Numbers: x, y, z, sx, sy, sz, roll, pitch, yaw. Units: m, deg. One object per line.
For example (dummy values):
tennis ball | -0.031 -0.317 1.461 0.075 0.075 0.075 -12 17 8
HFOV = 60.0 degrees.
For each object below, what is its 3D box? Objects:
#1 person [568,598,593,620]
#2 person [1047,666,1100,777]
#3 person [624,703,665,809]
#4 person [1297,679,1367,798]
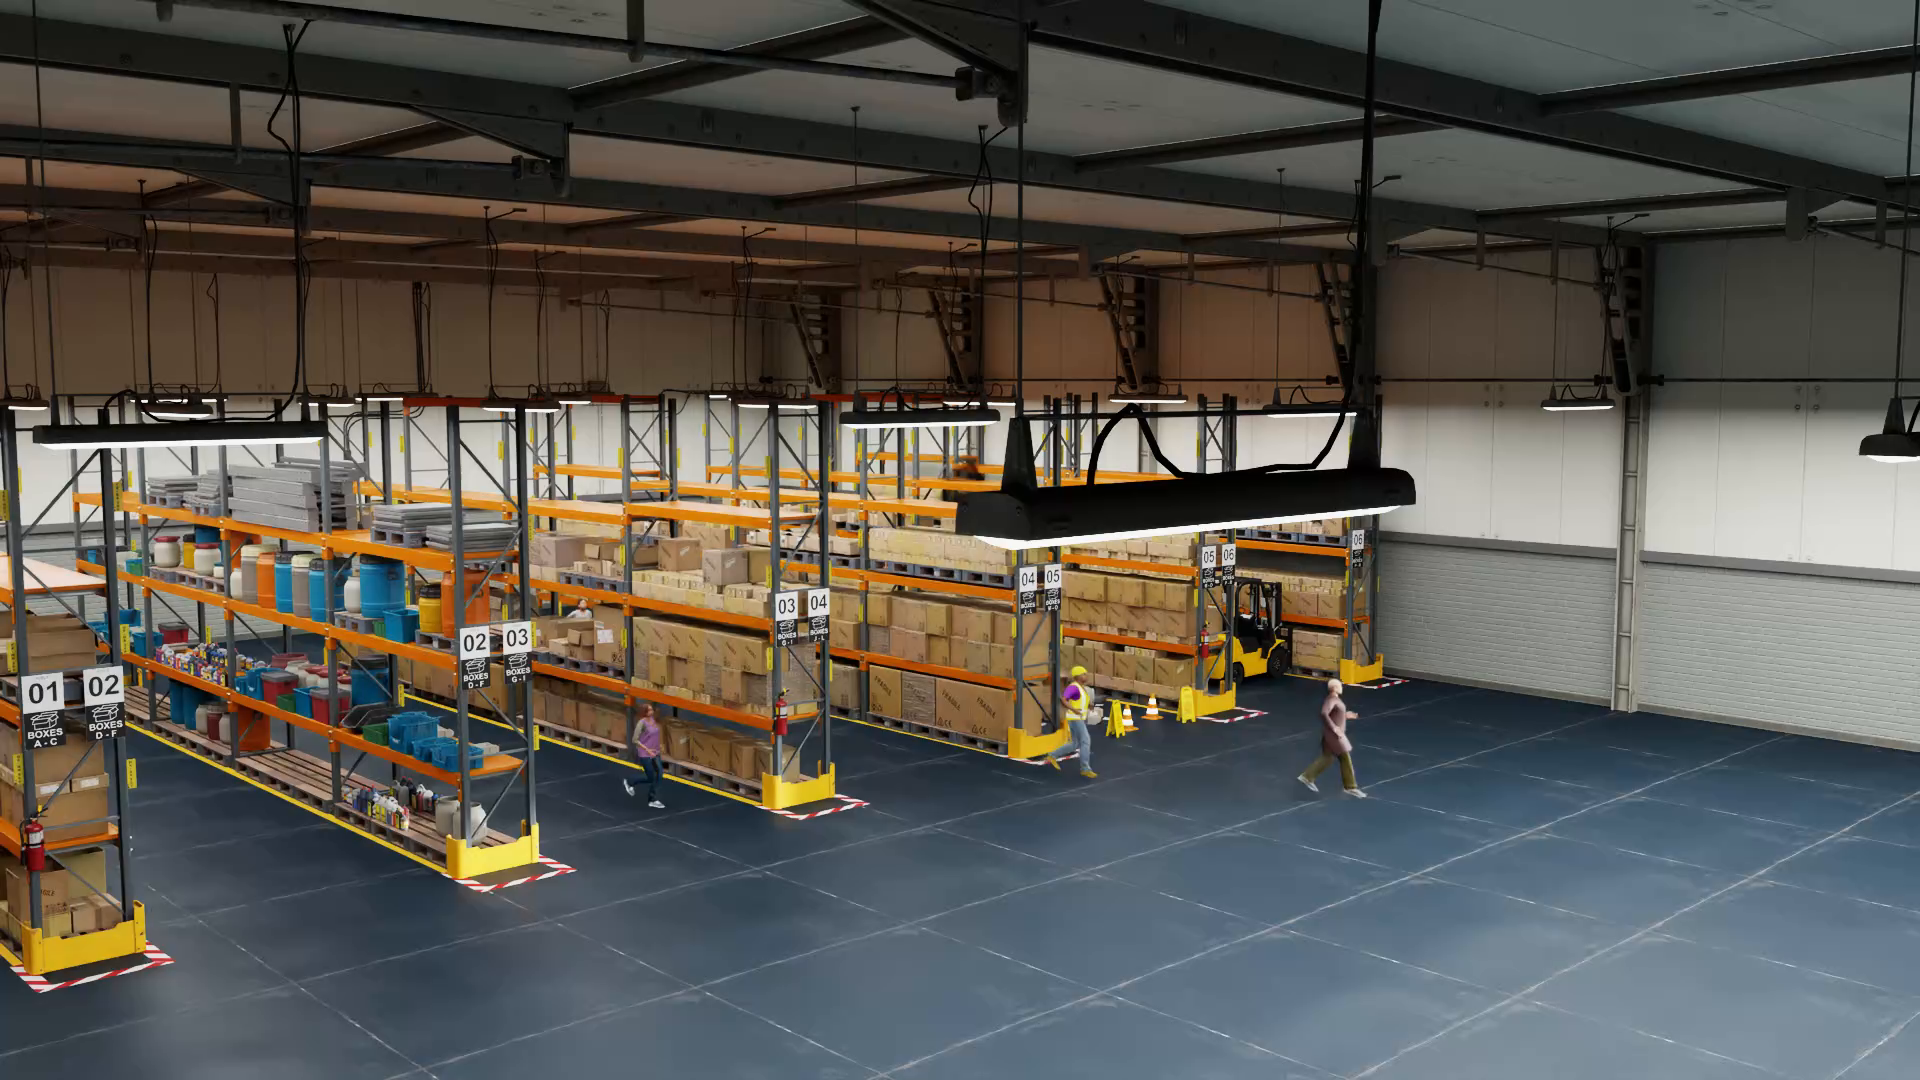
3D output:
person | -8.075 2.061 35.620 0.642 1.646 0.569 5 8 44
person | 1.847 2.898 26.735 0.881 1.757 0.741 1 6 15
person | -4.661 3.181 24.635 0.658 1.567 0.546 2 6 22
person | 5.641 3.098 25.181 1.041 1.607 0.703 0 6 -2
